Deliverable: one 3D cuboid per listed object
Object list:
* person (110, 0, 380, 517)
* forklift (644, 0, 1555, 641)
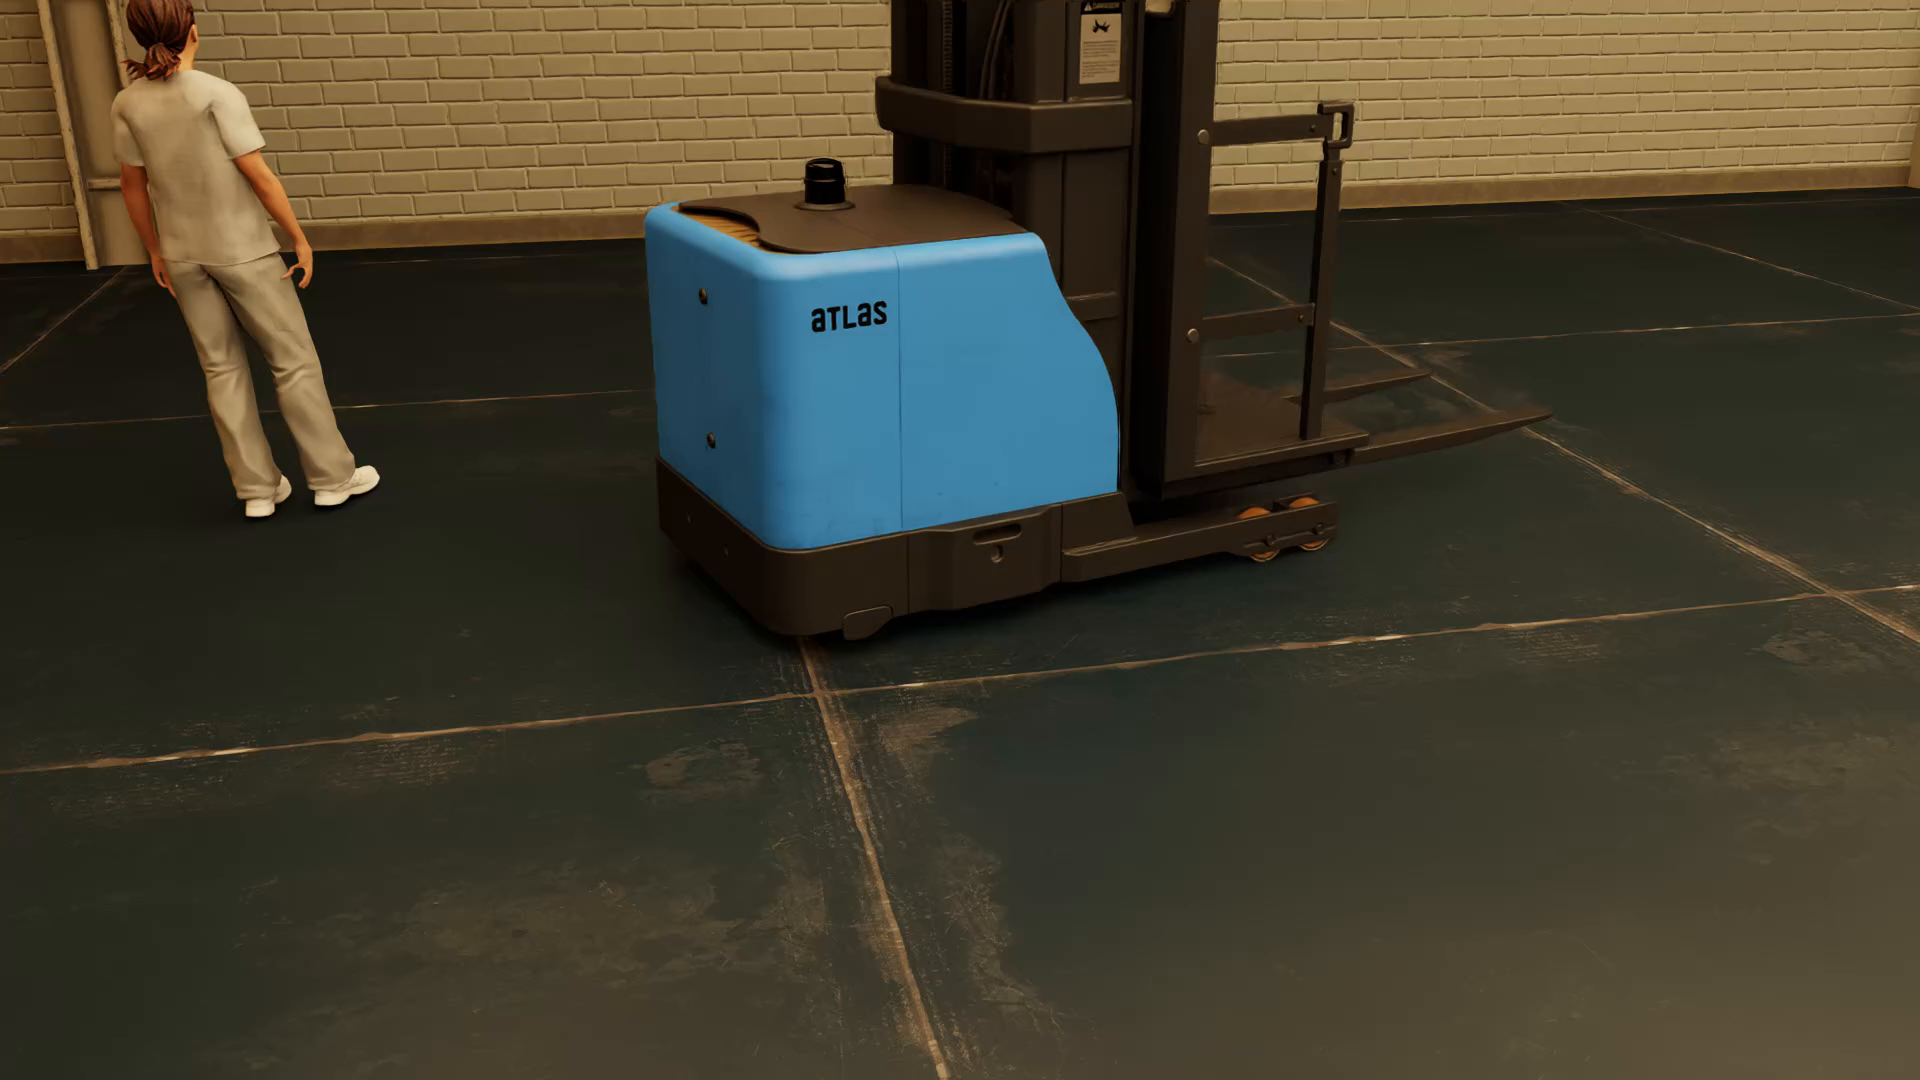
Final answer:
[{"bbox_3d":[-2.304,-0.902,5.293,0.544,1.675,0.534,2,21,5],"label":"person"},{"bbox_3d":[0.606,-1.455,4.999,3.031,2.935,1.130,-11,24,-26],"label":"forklift"}]
